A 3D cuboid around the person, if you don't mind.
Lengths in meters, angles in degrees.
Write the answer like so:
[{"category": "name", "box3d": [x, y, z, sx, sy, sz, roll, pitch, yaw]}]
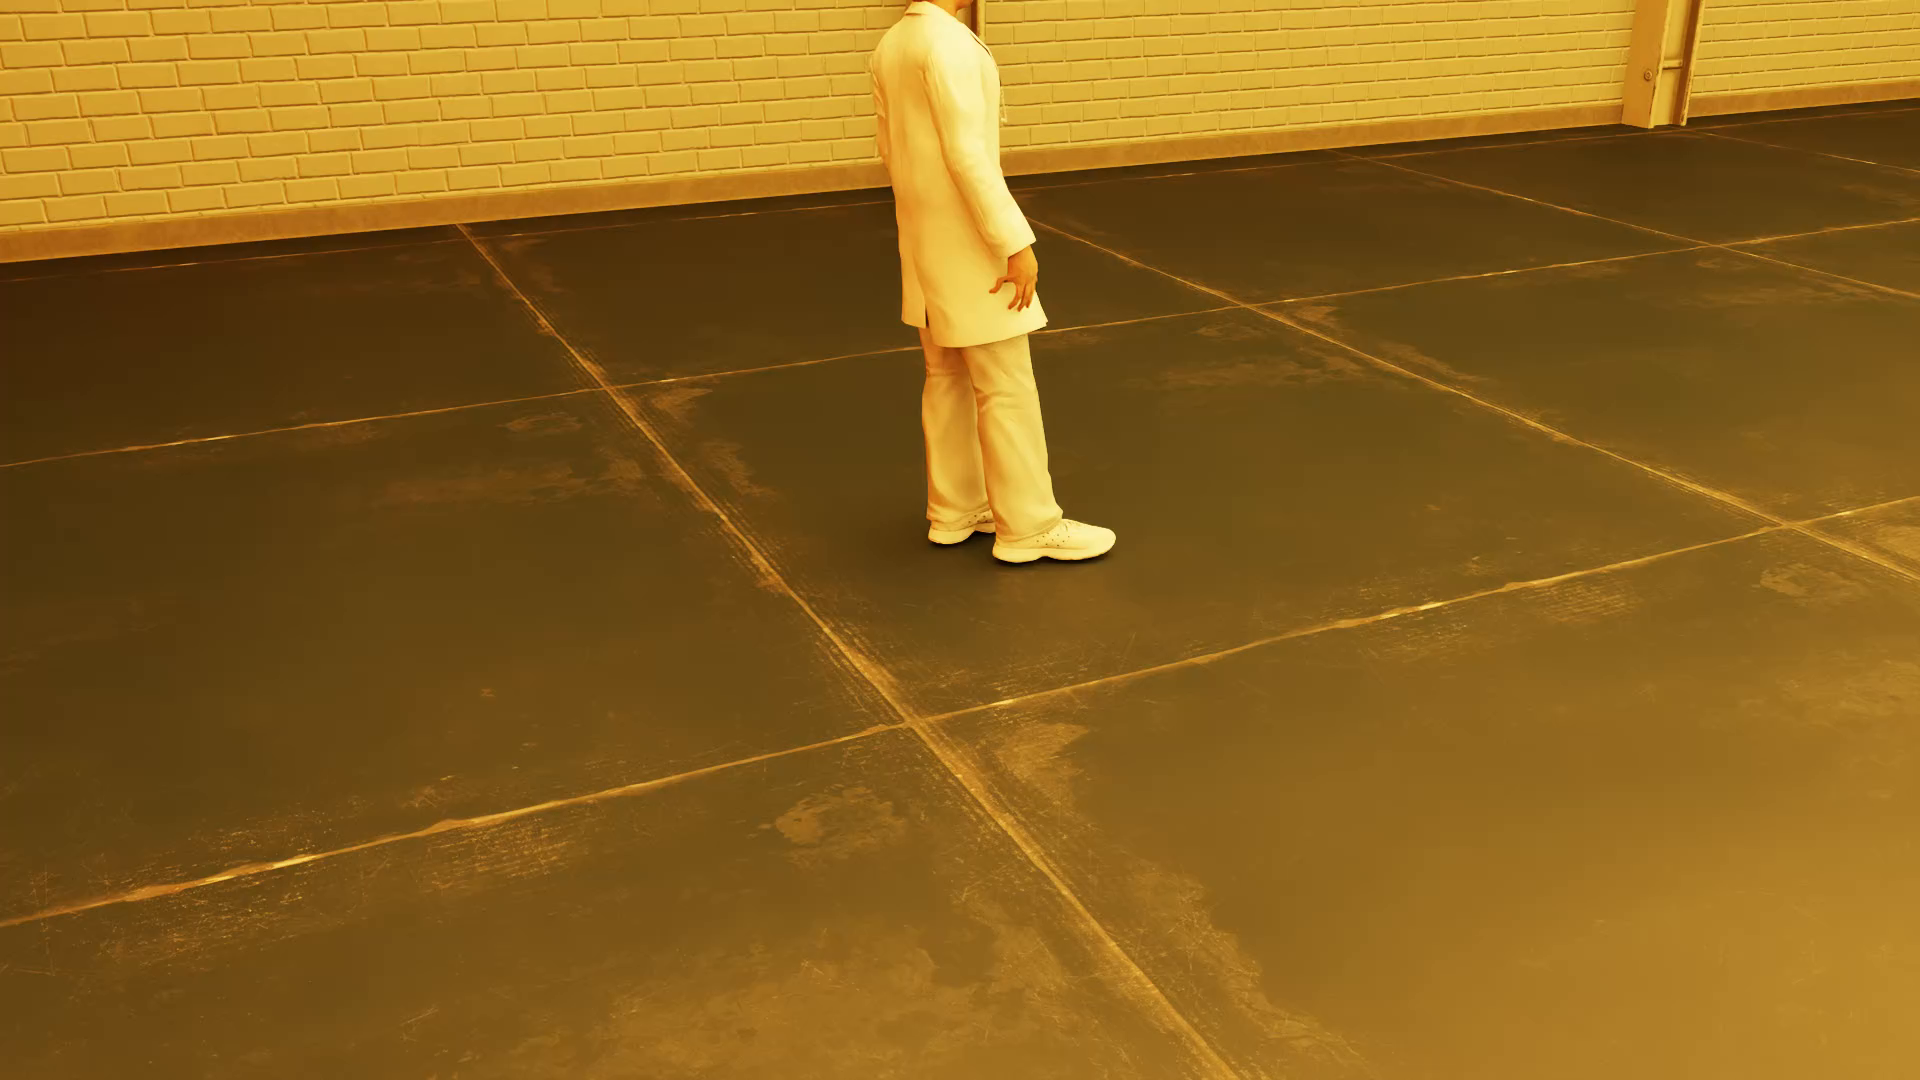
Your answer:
[{"category": "person", "box3d": [0.084, -0.842, 4.795, 0.578, 1.778, 0.698, -10, 25, -23]}]
